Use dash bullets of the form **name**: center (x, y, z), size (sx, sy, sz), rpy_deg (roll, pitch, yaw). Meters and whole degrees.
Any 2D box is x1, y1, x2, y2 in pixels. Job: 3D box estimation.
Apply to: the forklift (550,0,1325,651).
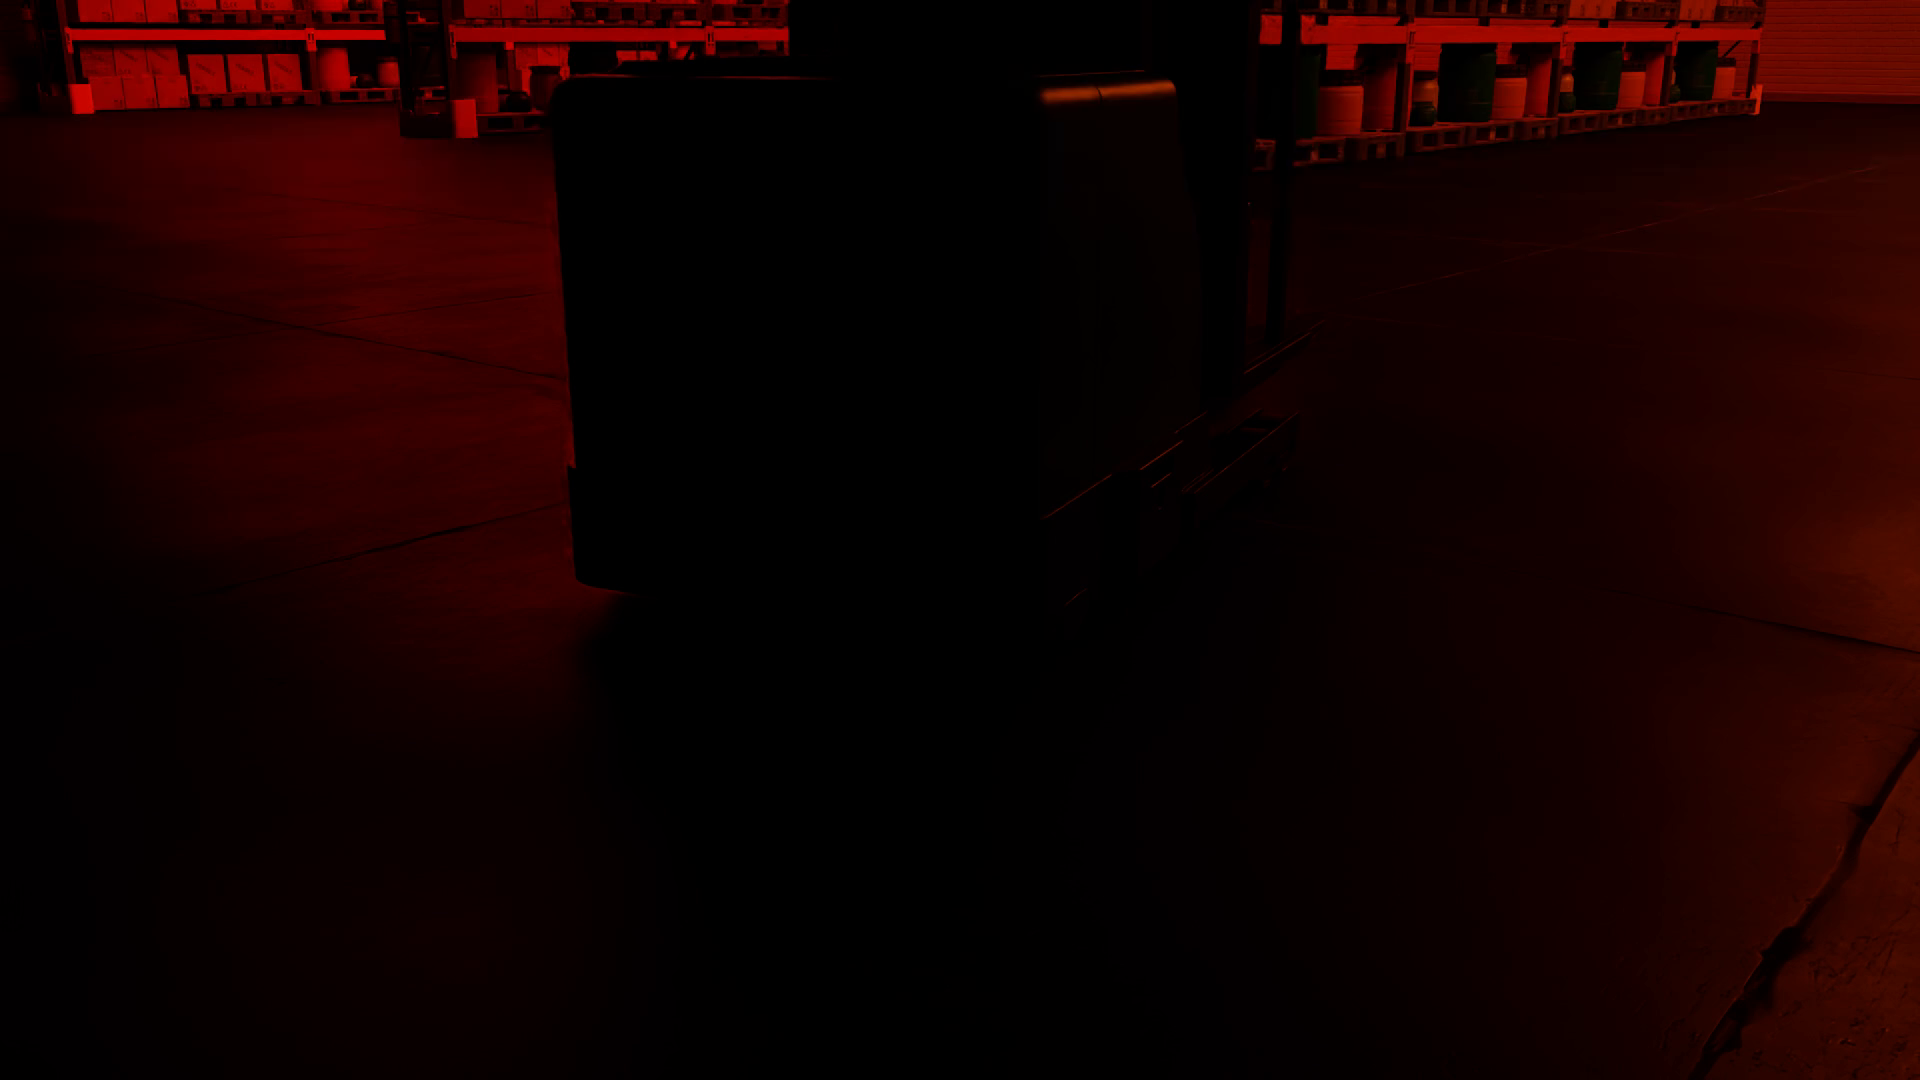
- **forklift**: center (0.284, -1.583, 4.110), size (1.130, 2.935, 3.031), rpy_deg (8, 19, 24)
